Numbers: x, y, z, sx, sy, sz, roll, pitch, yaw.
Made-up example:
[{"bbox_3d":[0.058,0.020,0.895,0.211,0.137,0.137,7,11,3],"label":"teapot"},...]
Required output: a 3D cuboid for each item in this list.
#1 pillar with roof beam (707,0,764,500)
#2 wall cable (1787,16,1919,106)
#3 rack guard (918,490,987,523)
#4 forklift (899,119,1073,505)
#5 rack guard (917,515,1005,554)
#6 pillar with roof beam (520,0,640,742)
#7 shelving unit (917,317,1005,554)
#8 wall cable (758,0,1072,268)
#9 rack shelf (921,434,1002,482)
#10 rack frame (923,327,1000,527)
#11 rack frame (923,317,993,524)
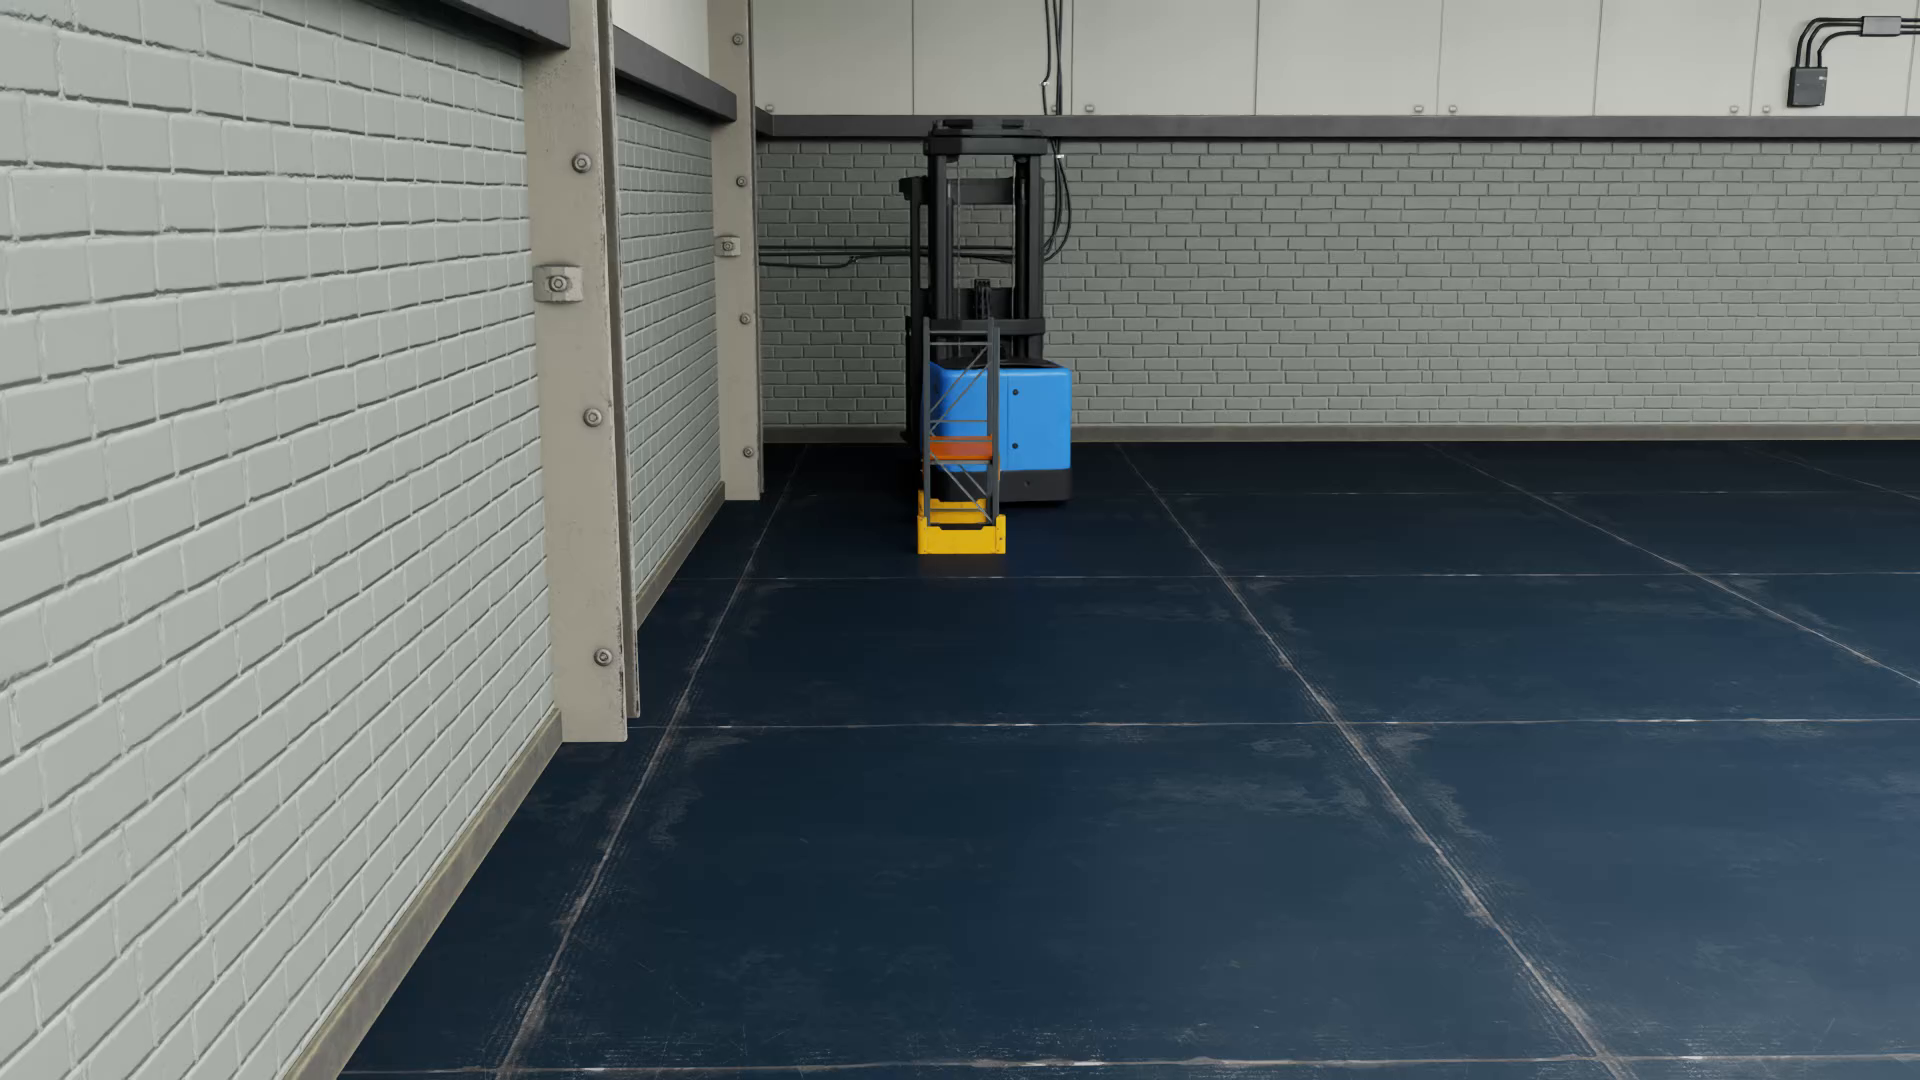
[{"bbox_3d":[2.565,-4.782,12.499,9.100,9.000,0.400,0,11,-1],"label":"pillar with roof beam"},{"bbox_3d":[9.013,-7.058,15.164,2.305,6.003,0.169,0,11,-1],"label":"wall cable"},{"bbox_3d":[-0.012,-0.237,12.097,0.587,0.250,0.087,0,11,-1],"label":"rack guard"},{"bbox_3d":[0.097,-1.949,13.795,1.130,2.935,3.031,-2,12,-10],"label":"forklift"},{"bbox_3d":[0.009,-0.039,11.121,0.587,0.250,0.087,0,11,-1],"label":"rack guard"},{"bbox_3d":[2.689,-3.590,6.620,9.100,9.000,0.400,0,11,-1],"label":"pillar with roof beam"},{"bbox_3d":[-0.002,-0.750,11.485,0.587,1.500,1.083,0,11,-1],"label":"shelving unit"},{"bbox_3d":[-0.478,-3.834,15.634,3.097,2.526,0.112,0,11,-1],"label":"wall cable"},{"bbox_3d":[-0.002,-0.576,11.529,0.538,0.185,1.000,0,11,-1],"label":"rack shelf"},{"bbox_3d":[0.009,-0.651,10.995,0.500,1.500,0.032,0,11,-1],"label":"rack frame"},{"bbox_3d":[-0.012,-0.853,11.992,0.500,1.500,0.032,0,11,-1],"label":"rack frame"}]
